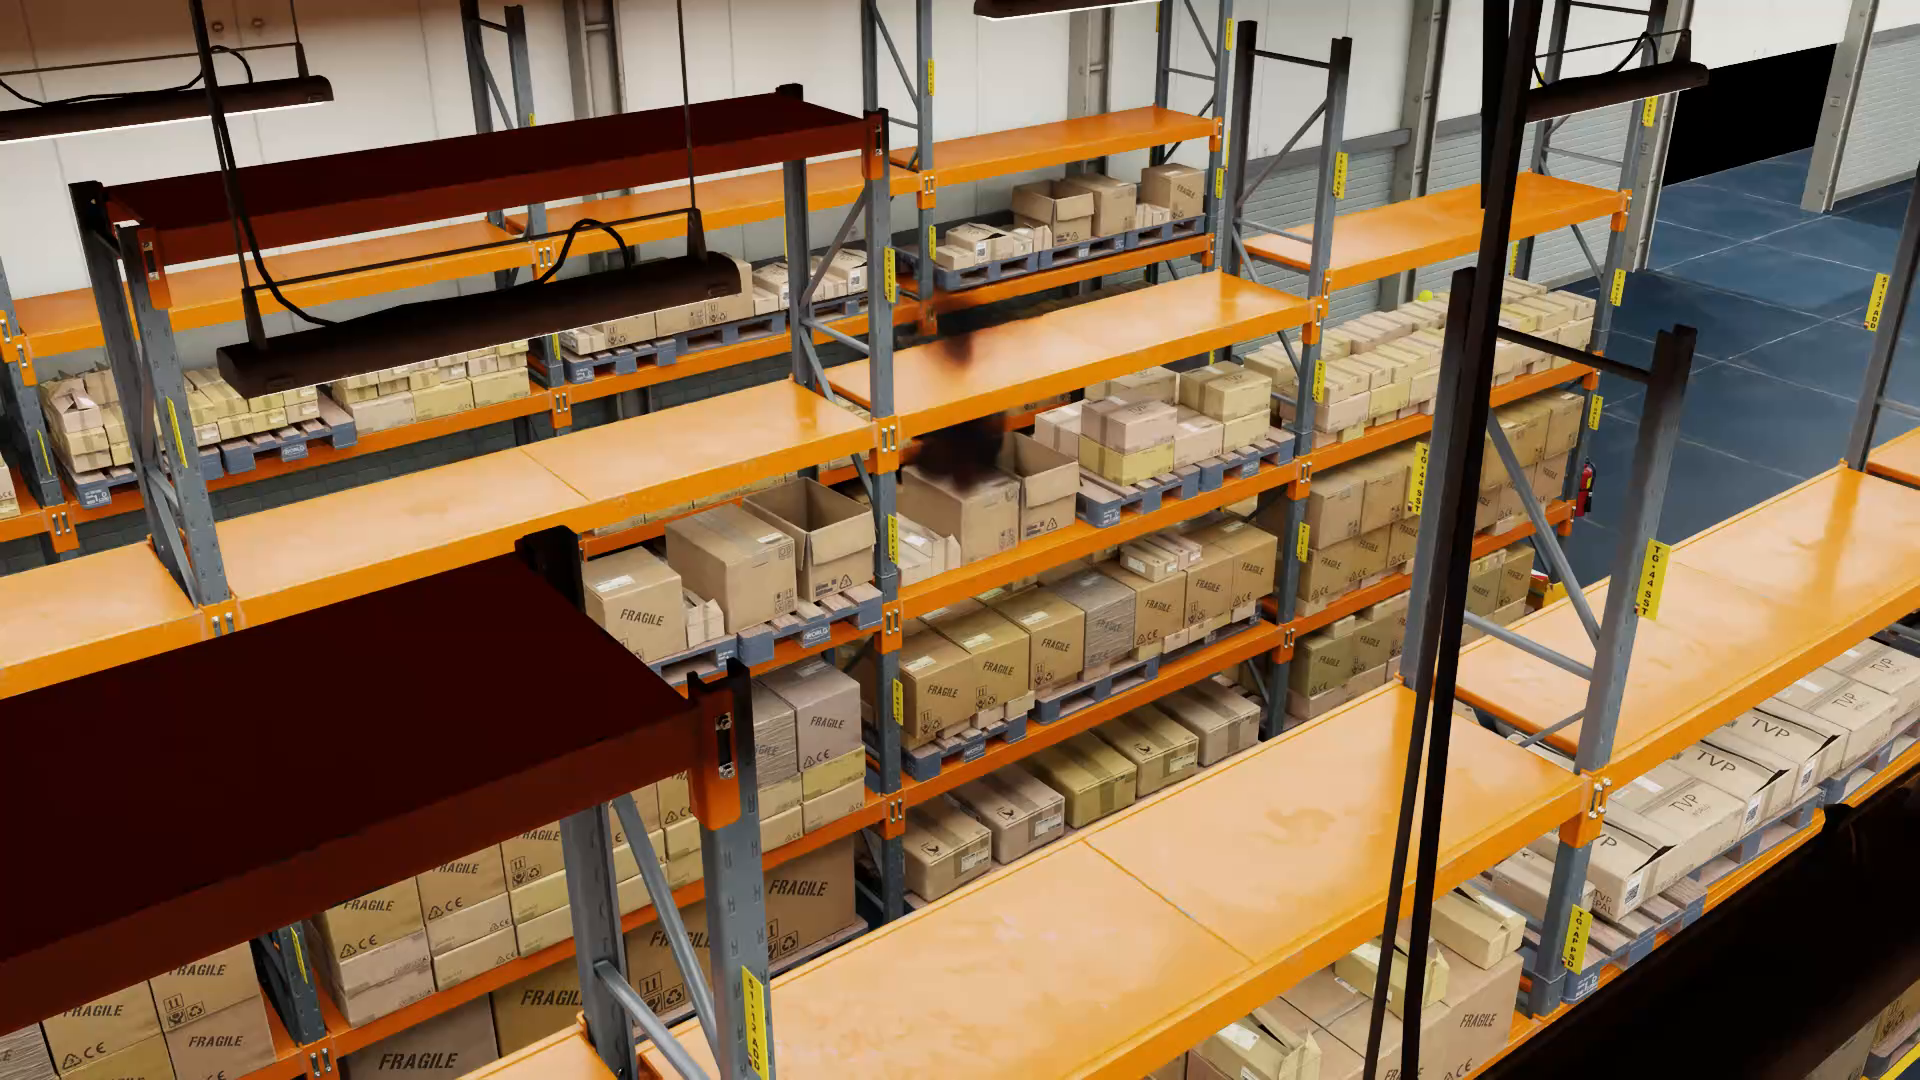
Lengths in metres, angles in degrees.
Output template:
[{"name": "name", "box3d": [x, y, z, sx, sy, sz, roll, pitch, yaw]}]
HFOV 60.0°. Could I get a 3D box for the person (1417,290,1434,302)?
[{"name": "person", "box3d": [5.656, -2.288, 20.842, 0.656, 1.664, 0.687, -11, 28, -21]}]
